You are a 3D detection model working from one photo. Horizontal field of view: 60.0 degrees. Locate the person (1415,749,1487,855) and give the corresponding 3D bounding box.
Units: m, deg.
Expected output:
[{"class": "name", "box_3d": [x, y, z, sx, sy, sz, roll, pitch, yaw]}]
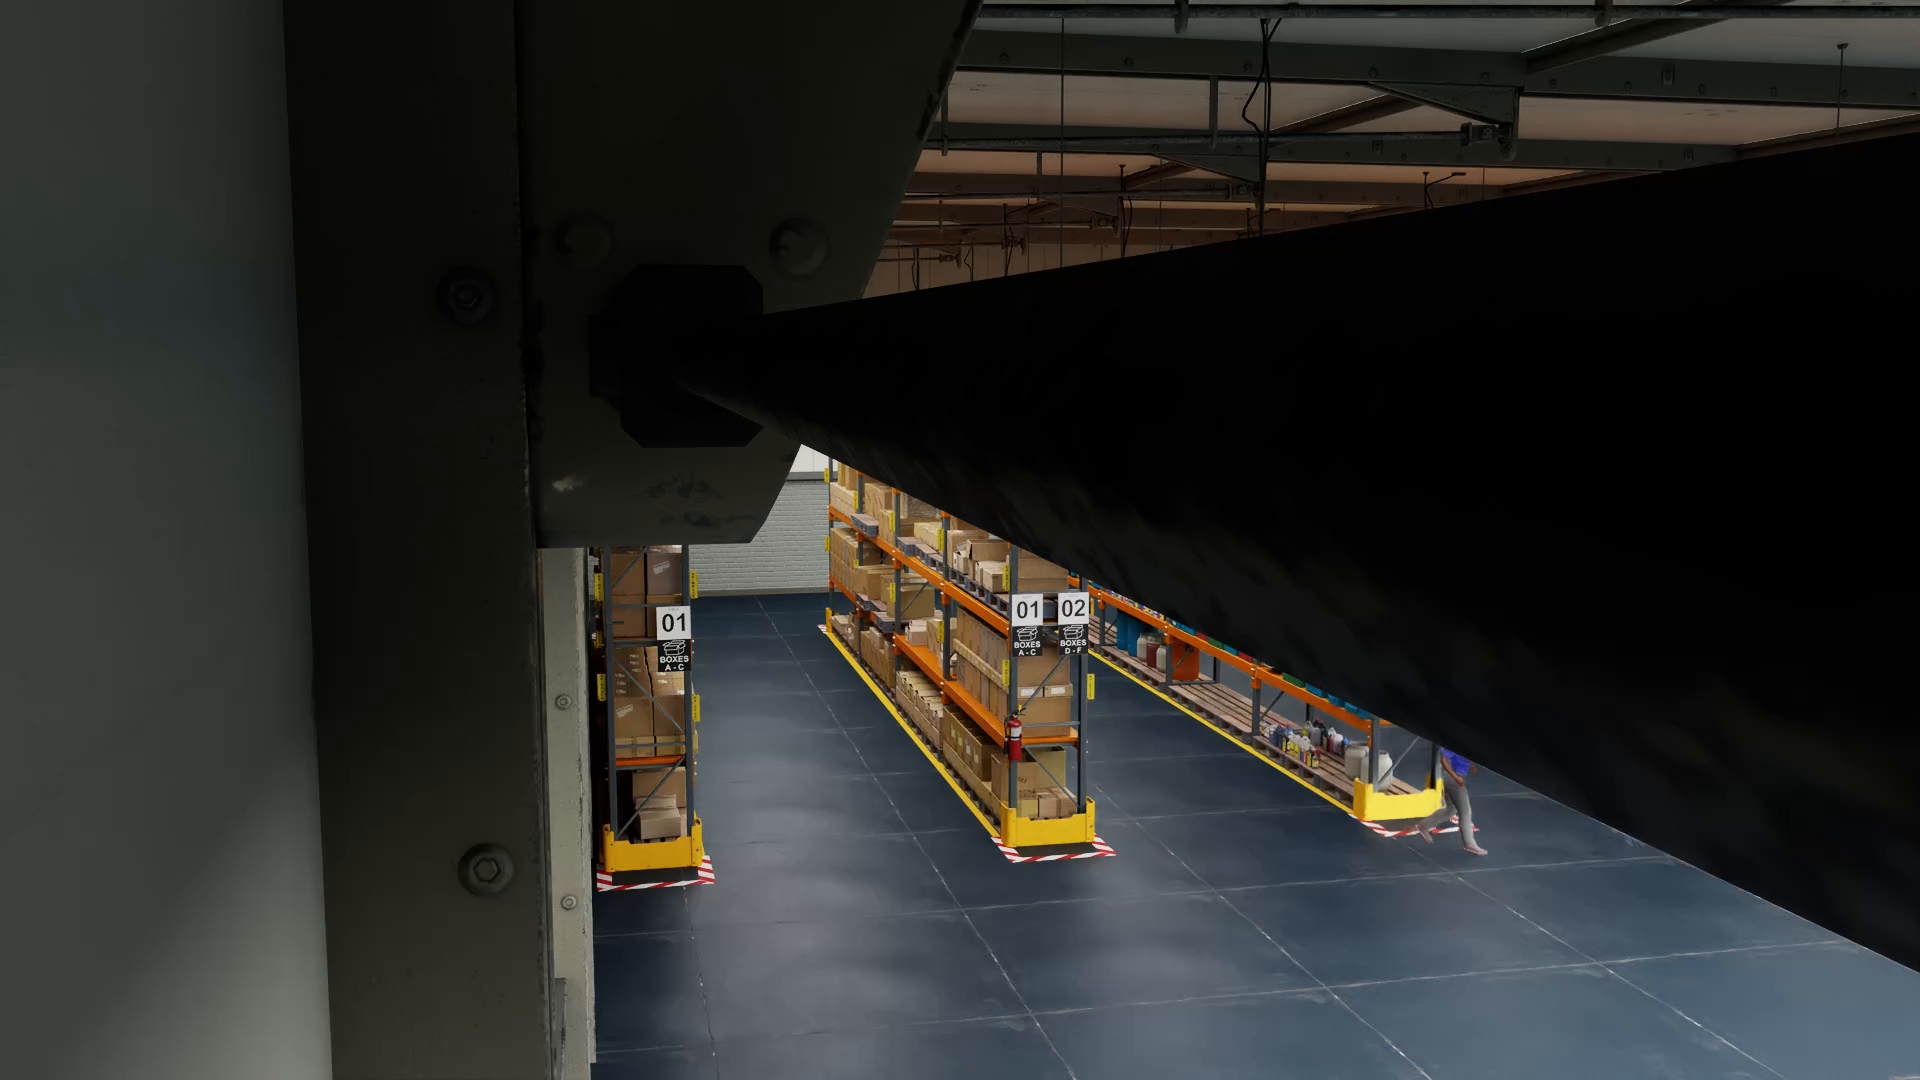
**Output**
[{"class": "person", "box_3d": [6.175, 3.047, 20.793, 0.895, 1.628, 0.590, 3, 7, 23]}]
